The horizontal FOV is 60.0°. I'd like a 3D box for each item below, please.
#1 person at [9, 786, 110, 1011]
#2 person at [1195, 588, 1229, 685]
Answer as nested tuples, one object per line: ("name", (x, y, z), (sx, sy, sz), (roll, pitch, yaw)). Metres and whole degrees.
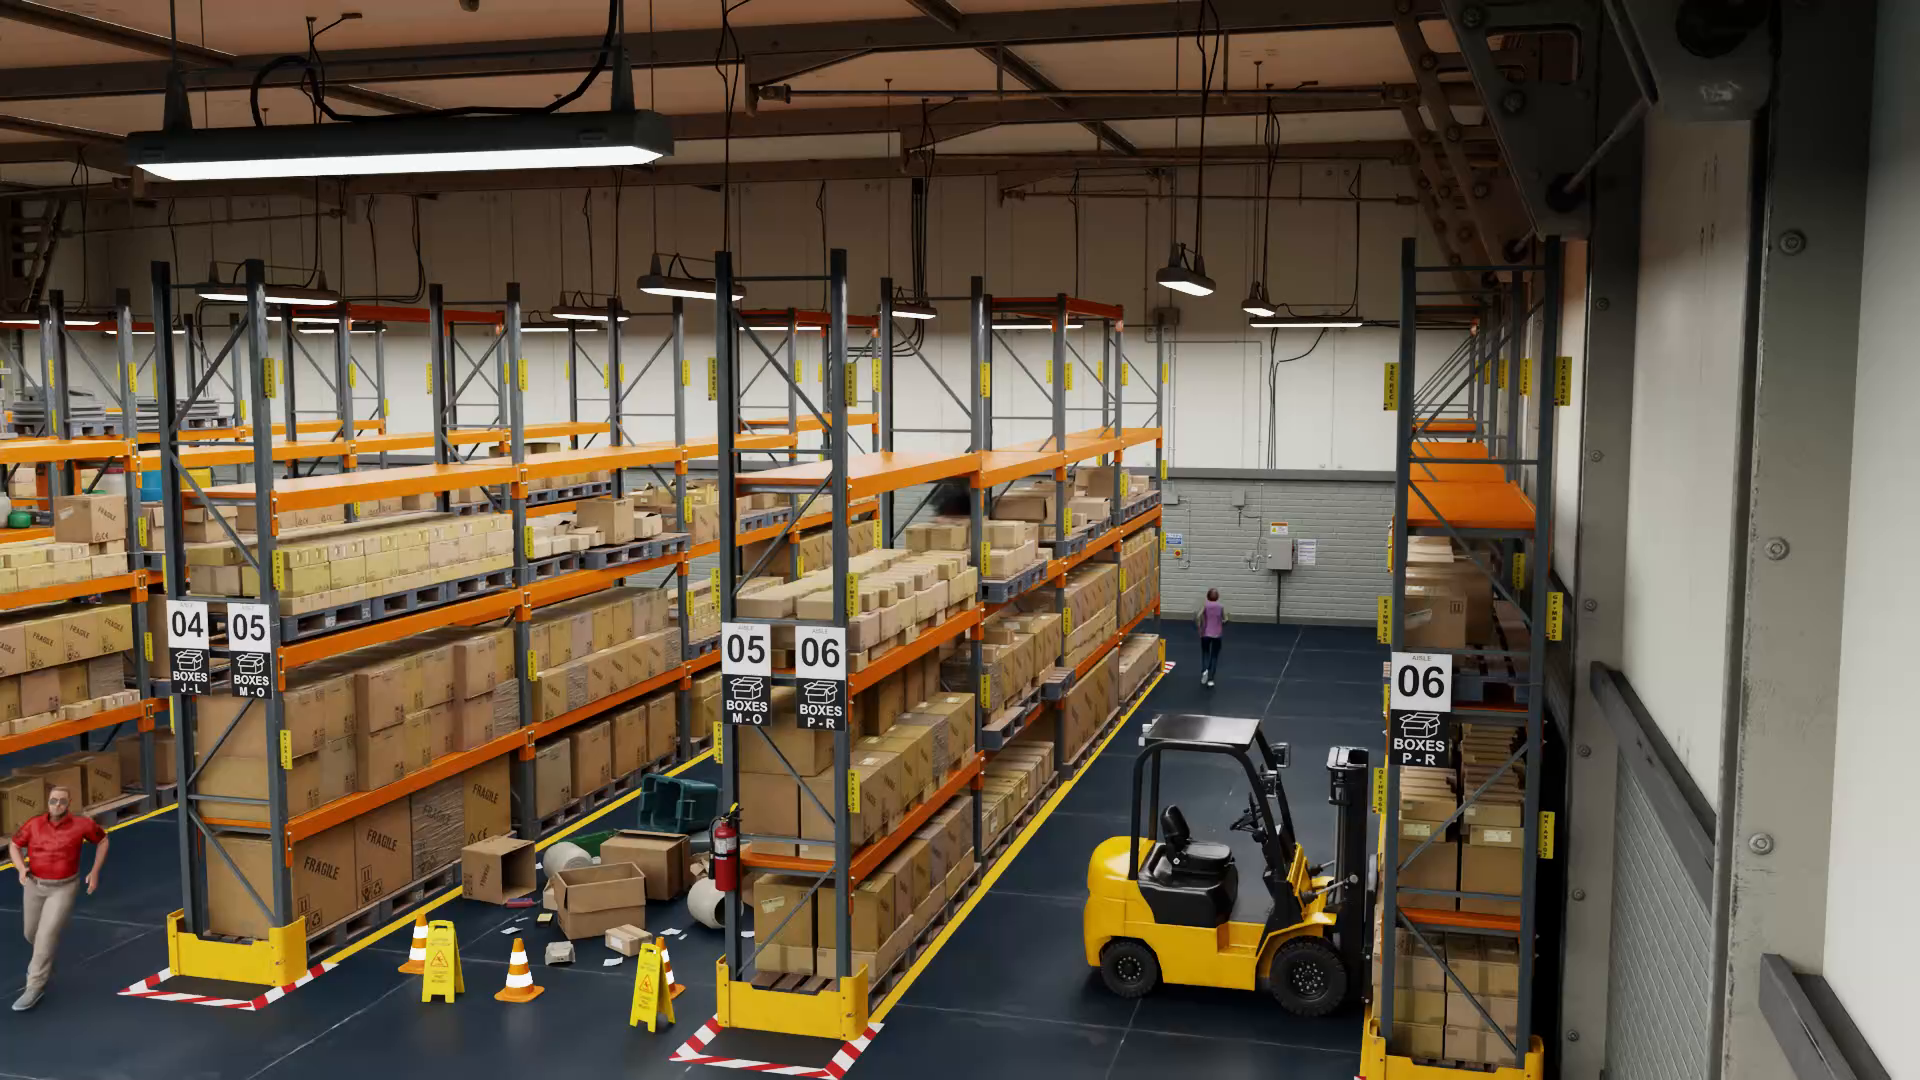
("person", (-7.444, 2.873, 13.667), (0.735, 1.698, 0.974), (-1, 6, -8))
("person", (4.050, 1.560, 26.751), (0.529, 1.553, 0.631), (1, 6, 11))
